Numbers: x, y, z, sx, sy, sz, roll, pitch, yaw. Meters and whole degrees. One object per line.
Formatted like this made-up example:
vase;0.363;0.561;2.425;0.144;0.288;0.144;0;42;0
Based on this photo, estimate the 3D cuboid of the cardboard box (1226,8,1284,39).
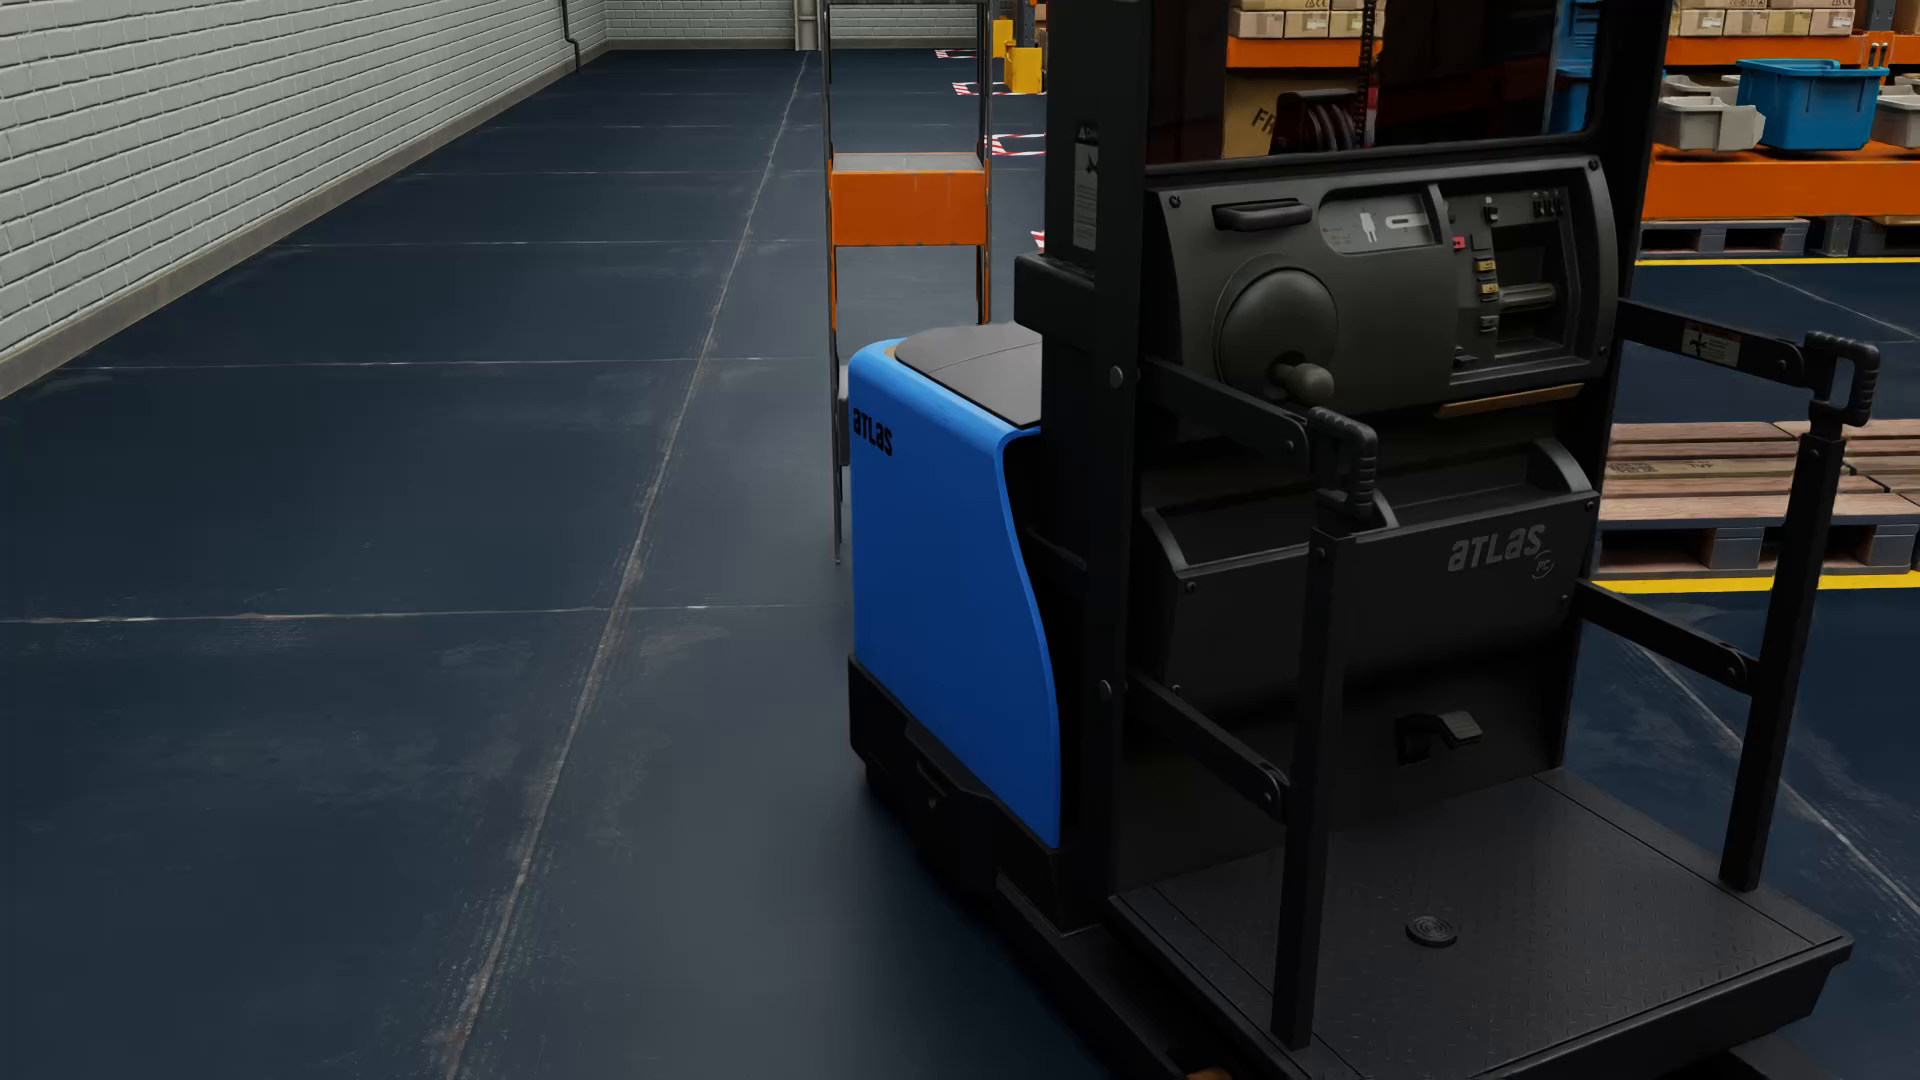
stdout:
cardboard box;1.699;-2.987;9.604;0.250;0.149;0.380;-1;21;-2

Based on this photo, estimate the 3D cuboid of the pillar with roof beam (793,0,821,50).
pillar with roof beam;-2.025;-10.038;19.339;0.400;9.000;9.100;-1;21;-3

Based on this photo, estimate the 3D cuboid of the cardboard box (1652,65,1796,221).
cardboard box;4.656;-2.514;10.404;0.875;0.875;0.875;-1;21;-3

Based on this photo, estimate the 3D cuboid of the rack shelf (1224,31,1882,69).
rack shelf;3.322;-2.919;10.083;4.000;0.370;1.077;-1;21;-3

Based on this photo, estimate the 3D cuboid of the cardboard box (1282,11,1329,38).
cardboard box;1.955;-2.993;9.619;0.250;0.149;0.380;-1;21;-4

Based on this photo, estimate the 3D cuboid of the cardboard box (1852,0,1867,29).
cardboard box;5.771;-3.449;10.324;0.500;0.500;0.500;-1;21;-3

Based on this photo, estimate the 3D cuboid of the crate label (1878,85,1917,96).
crate label;2.979;-1.456;5.515;0.243;0.136;0.396;-1;21;-3

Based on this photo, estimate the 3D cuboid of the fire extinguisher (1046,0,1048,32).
fire extinguisher;0.866;-4.927;14.979;0.183;0.674;0.296;-1;21;-3

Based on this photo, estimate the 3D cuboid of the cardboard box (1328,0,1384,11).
cardboard box;2.339;-3.210;9.630;0.500;0.250;0.500;-1;21;-4

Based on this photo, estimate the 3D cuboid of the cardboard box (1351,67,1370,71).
cardboard box;2.869;-2.478;10.309;0.875;0.875;0.875;-1;21;-3

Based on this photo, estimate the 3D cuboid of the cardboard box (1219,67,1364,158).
cardboard box;1.960;-2.459;10.260;0.875;0.875;0.875;-1;21;-3

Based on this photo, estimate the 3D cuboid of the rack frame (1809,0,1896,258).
rack frame;5.319;-3.296;10.062;0.127;3.000;1.000;-1;21;-3

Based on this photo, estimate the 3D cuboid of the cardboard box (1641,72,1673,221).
cardboard box;3.757;-2.496;10.356;0.875;0.875;0.875;-1;21;-3

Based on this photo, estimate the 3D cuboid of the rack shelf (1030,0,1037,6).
rack shelf;2.757;-6.439;19.329;4.000;0.370;1.077;-1;21;-3

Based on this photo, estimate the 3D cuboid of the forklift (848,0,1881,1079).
forklift;0.836;-0.422;2.609;1.130;2.935;3.031;-10;23;-25

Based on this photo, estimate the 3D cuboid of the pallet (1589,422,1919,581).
pallet;2.434;-0.155;5.731;1.213;0.211;1.003;-1;21;-3

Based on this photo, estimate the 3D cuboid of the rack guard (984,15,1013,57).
rack guard;0.549;-7.331;24.174;0.348;0.500;1.175;-1;21;-3

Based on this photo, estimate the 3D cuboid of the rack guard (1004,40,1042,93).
rack guard;0.736;-5.566;19.538;0.348;0.500;1.175;-1;21;-3

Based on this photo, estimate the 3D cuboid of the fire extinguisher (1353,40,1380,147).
fire extinguisher;1.432;-1.403;5.723;0.183;0.674;0.296;-1;21;-3

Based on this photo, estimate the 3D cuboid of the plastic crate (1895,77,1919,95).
plastic crate;3.274;-1.468;5.548;0.250;0.136;0.298;-1;21;-3

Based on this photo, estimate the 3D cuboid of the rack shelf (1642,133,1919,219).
rack shelf;3.605;-1.159;5.462;4.000;0.370;1.077;-1;21;-3

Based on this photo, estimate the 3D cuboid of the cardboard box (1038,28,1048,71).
cardboard box;1.413;-5.783;19.604;0.875;0.438;0.875;-2;21;-5

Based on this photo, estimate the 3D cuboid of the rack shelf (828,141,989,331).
rack shelf;-0.165;-0.965;5.243;0.480;0.518;0.431;-1;21;-3

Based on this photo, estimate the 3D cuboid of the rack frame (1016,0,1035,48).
rack frame;0.760;-6.735;19.095;0.127;3.000;1.000;-1;21;-3

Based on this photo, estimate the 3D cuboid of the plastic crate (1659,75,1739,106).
plastic crate;2.412;-1.441;5.476;0.243;0.136;0.396;-1;21;-3

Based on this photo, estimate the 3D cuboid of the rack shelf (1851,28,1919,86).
rack shelf;7.316;-3.000;10.296;4.000;0.370;1.077;-1;21;-3

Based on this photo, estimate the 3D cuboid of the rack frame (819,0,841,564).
rack frame;-0.409;-0.973;5.226;0.015;2.100;0.400;-1;21;-3

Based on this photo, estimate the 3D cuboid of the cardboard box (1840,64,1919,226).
cardboard box;5.957;-2.519;10.418;0.875;0.875;1.225;-1;21;-3

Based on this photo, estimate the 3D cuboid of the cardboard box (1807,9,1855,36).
cardboard box;5.034;-3.056;9.784;0.250;0.149;0.380;-1;21;-3

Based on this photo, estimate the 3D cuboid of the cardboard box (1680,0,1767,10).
cardboard box;4.377;-3.251;9.737;0.500;0.250;0.500;-1;21;-1

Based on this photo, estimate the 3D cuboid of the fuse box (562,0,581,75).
fuse box;-4.842;-6.759;20.969;0.414;1.711;0.539;-1;21;-3

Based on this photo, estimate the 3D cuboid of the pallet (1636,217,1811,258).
pallet;4.556;-2.005;10.590;1.213;0.211;1.003;-1;21;-3

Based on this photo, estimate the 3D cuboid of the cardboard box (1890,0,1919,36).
cardboard box;5.793;-3.263;9.835;0.500;0.500;0.500;-1;21;-3

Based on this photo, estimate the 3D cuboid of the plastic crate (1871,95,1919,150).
plastic crate;2.876;-1.239;4.945;0.298;0.136;0.250;-1;21;-3

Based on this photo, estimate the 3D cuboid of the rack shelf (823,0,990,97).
rack shelf;-0.165;-1.619;4.994;0.480;0.518;0.431;-1;21;-3

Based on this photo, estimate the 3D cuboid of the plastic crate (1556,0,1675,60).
plastic crate;1.932;-1.573;5.402;0.499;0.435;0.616;-1;21;-3

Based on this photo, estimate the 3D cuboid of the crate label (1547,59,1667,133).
crate label;1.874;-1.293;4.952;0.303;0.233;0.416;-1;21;-3

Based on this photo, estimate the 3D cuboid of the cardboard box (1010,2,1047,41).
cardboard box;1.089;-7.506;24.039;0.637;0.503;0.797;-2;21;-5

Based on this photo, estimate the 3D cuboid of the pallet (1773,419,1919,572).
pallet;3.649;-0.178;5.793;1.213;0.211;1.003;-1;21;-3

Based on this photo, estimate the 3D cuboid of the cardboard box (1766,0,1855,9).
cardboard box;4.893;-3.262;9.767;0.500;0.250;0.500;-2;21;-4

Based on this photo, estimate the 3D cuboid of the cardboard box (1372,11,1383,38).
cardboard box;2.471;-3.004;9.648;0.250;0.149;0.380;-1;21;-4

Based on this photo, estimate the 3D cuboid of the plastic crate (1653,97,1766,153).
plastic crate;2.199;-1.225;4.909;0.298;0.136;0.250;-1;21;-3

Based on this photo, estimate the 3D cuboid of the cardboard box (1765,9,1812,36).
cardboard box;4.776;-3.050;9.770;0.250;0.149;0.380;-1;21;-2

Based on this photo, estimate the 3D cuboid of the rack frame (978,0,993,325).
rack frame;0.078;-0.983;5.252;0.015;2.100;0.400;-1;21;-3

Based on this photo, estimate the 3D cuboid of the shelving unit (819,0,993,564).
shelving unit;-0.165;-0.978;5.239;0.503;2.100;0.431;-1;21;-3

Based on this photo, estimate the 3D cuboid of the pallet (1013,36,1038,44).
pallet;1.345;-7.213;24.269;1.213;0.211;1.003;-1;21;-3

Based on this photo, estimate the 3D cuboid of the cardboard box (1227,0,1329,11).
cardboard box;1.820;-3.197;9.596;0.500;0.250;0.500;-2;21;-4

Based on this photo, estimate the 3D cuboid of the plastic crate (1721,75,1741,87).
plastic crate;2.702;-1.441;5.478;0.243;0.136;0.396;-1;21;-3

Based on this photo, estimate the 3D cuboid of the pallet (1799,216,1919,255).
pallet;6.085;-2.035;10.669;1.213;0.211;1.003;-1;21;-3

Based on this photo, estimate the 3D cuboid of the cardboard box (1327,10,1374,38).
cardboard box;2.211;-2.998;9.633;0.250;0.149;0.380;-2;21;-4

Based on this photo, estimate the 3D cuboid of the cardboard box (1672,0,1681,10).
cardboard box;3.867;-3.241;9.710;0.500;0.250;0.500;-1;21;-2

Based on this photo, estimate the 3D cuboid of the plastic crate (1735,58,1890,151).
plastic crate;2.531;-1.306;4.987;0.300;0.233;0.416;-1;21;-3

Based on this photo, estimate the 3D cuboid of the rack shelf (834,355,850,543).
rack shelf;-0.165;-0.311;5.492;0.480;0.518;0.431;-1;21;-3

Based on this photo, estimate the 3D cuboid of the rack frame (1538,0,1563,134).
rack frame;1.608;-1.455;5.227;0.127;3.000;1.000;-1;21;-3

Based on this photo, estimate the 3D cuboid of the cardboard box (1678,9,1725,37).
cardboard box;4.263;-3.040;9.743;0.250;0.149;0.380;-1;21;-2

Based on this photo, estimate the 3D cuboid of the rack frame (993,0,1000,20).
rack frame;0.473;-8.498;23.726;0.127;3.000;1.000;-1;21;-3

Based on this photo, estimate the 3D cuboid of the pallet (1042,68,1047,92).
pallet;1.554;-5.476;19.706;1.213;0.211;1.003;-1;21;-3

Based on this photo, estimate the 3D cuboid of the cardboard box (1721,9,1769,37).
cardboard box;4.520;-3.045;9.757;0.250;0.149;0.380;-2;21;-4

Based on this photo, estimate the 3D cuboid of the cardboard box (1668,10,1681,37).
cardboard box;4.006;-3.035;9.729;0.250;0.149;0.380;-1;21;-2
